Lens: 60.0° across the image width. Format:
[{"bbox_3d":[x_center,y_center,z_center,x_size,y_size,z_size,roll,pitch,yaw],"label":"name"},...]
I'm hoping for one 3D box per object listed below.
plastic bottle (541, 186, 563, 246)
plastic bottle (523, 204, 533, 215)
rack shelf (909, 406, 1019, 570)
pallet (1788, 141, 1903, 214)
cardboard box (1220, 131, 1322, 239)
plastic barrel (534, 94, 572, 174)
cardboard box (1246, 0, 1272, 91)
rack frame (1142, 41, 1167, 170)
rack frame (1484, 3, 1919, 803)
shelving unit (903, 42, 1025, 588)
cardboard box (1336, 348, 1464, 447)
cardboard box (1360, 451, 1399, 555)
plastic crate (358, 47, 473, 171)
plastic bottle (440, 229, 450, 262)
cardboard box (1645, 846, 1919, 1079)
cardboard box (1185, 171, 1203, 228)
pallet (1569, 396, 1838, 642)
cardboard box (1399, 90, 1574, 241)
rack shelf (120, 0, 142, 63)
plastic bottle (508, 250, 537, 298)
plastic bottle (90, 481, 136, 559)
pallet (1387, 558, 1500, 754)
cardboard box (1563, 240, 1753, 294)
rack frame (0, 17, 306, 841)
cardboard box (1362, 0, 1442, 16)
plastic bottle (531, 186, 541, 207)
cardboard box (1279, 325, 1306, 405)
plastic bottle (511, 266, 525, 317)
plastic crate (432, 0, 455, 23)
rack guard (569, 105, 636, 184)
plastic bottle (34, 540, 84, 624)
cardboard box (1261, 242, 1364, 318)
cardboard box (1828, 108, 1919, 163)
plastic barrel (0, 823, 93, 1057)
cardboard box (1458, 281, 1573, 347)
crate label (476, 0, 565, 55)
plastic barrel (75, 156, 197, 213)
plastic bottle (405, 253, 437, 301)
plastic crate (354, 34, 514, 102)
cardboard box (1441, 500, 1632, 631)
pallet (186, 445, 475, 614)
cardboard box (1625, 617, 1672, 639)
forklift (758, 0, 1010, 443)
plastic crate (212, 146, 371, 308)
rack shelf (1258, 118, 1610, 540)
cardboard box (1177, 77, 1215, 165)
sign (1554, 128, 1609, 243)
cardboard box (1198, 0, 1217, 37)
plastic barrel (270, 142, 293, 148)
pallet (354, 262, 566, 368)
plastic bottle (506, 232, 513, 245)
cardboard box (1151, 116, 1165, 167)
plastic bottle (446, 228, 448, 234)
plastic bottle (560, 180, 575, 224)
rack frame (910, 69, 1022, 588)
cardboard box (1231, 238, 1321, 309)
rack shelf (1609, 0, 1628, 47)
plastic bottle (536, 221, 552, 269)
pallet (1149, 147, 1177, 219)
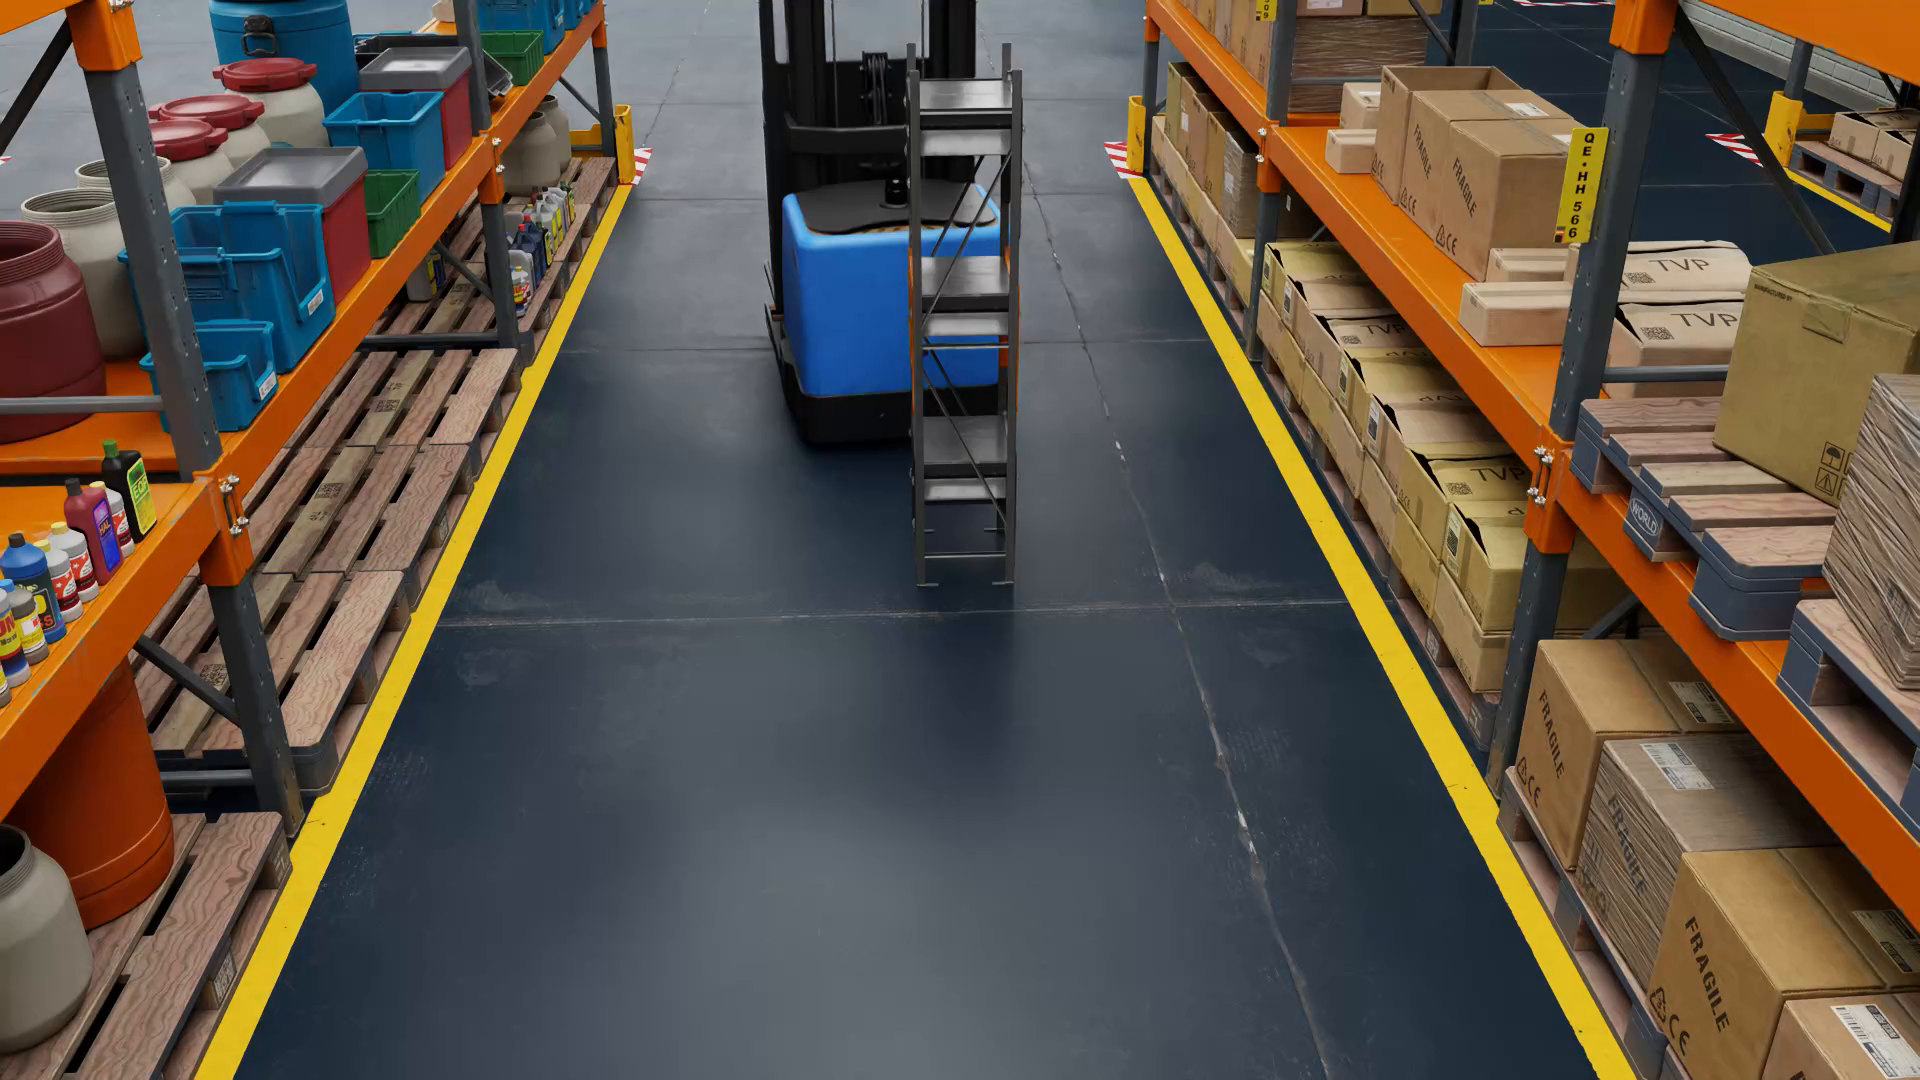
[{"bbox_3d":[-2.534,-1.993,10.216,0.144,0.351,0.185,0,28,-1],"label":"plastic bottle"},{"bbox_3d":[-2.671,-1.991,10.375,0.097,0.201,0.097,0,28,0],"label":"plastic bottle"},{"bbox_3d":[0.009,-0.222,6.948,0.431,0.518,0.480,-1,28,-3],"label":"rack shelf"},{"bbox_3d":[6.831,-2.659,12.120,1.003,0.211,1.213,-1,28,-3],"label":"pallet"},{"bbox_3d":[1.825,-2.078,9.698,0.500,0.500,0.500,-1,28,-3],"label":"cardboard box"},{"bbox_3d":[-2.963,-2.848,11.704,0.421,0.512,0.421,0,28,0],"label":"plastic barrel"},{"bbox_3d":[2.018,-2.831,9.325,0.700,0.500,0.500,-2,28,-3],"label":"cardboard box"},{"bbox_3d":[1.873,-4.185,12.031,1.000,3.000,0.127,-1,28,-3],"label":"rack frame"},{"bbox_3d":[2.291,-0.491,4.947,1.000,3.000,0.127,-1,28,-3],"label":"rack frame"},{"bbox_3d":[0.009,-0.855,6.618,0.431,2.100,0.503,-1,28,-3],"label":"shelving unit"},{"bbox_3d":[1.936,-0.647,7.160,0.500,0.311,0.500,-1,28,-1],"label":"cardboard box"},{"bbox_3d":[1.966,-0.165,6.842,0.500,0.250,0.500,-1,28,-1],"label":"cardboard box"},{"bbox_3d":[-2.534,-2.032,7.834,0.402,0.464,0.583,-1,28,-3],"label":"plastic crate"},{"bbox_3d":[-3.112,-1.817,9.952,0.061,0.283,0.133,-1,28,-3],"label":"plastic bottle"},{"bbox_3d":[2.083,1.113,4.100,0.500,0.500,0.500,-2,28,-3],"label":"cardboard box"},{"bbox_3d":[1.756,-2.207,10.756,0.500,0.250,0.500,-1,28,-3],"label":"cardboard box"},{"bbox_3d":[2.396,-0.094,4.395,1.213,0.211,1.003,-1,28,-3],"label":"pallet"},{"bbox_3d":[2.159,-1.553,6.875,0.500,0.500,0.500,-1,28,-3],"label":"cardboard box"},{"bbox_3d":[-2.761,-2.308,5.965,1.077,0.370,4.000,-1,28,-3],"label":"rack shelf"},{"bbox_3d":[-2.488,-1.514,9.379,0.152,0.276,0.135,0,28,-1],"label":"plastic bottle"},{"bbox_3d":[-2.221,-0.055,4.326,0.097,0.201,0.097,0,28,0],"label":"plastic bottle"},{"bbox_3d":[2.287,0.364,6.323,1.003,0.211,1.213,-1,28,-3],"label":"pallet"},{"bbox_3d":[2.437,-0.869,5.769,0.500,0.311,0.500,-2,28,-3],"label":"cardboard box"},{"bbox_3d":[-2.656,-0.373,4.721,1.000,3.000,0.127,-1,28,-3],"label":"rack frame"},{"bbox_3d":[2.261,-2.799,8.563,0.380,0.149,0.250,-1,28,-3],"label":"cardboard box"},{"bbox_3d":[-2.661,-2.101,10.496,0.061,0.283,0.133,-1,28,-3],"label":"plastic bottle"},{"bbox_3d":[1.881,-0.877,8.207,0.500,0.250,0.500,-1,28,-1],"label":"cardboard box"},{"bbox_3d":[-2.444,-1.363,9.095,0.097,0.271,0.097,0,28,0],"label":"plastic bottle"},{"bbox_3d":[-3.348,-3.529,11.059,0.298,0.136,0.250,-1,28,-3],"label":"plastic crate"},{"bbox_3d":[-3.023,-2.925,12.318,1.175,0.500,0.348,-1,28,-3],"label":"rack guard"},{"bbox_3d":[-2.204,0.097,4.035,0.097,0.201,0.097,0,28,0],"label":"plastic bottle"},{"bbox_3d":[1.855,-1.357,8.521,0.500,0.311,0.500,-1,28,-2],"label":"cardboard box"},{"bbox_3d":[6.766,-2.988,12.167,0.500,0.311,0.500,-4,28,-8],"label":"cardboard box"},{"bbox_3d":[-2.495,1.028,4.271,0.421,0.512,0.421,0,28,0],"label":"plastic barrel"},{"bbox_3d":[1.968,-0.788,5.789,0.380,0.149,0.250,-1,28,-3],"label":"cardboard box"},{"bbox_3d":[-2.708,-3.240,10.180,0.502,0.435,0.616,-1,28,-3],"label":"crate label"},{"bbox_3d":[-2.945,-1.087,5.970,0.421,0.512,0.421,0,28,0],"label":"plastic barrel"},{"bbox_3d":[-3.042,-1.535,9.338,0.144,0.351,0.185,-1,28,-3],"label":"plastic bottle"},{"bbox_3d":[-2.765,-2.438,8.747,0.767,0.338,0.504,-1,28,-3],"label":"plastic crate"},{"bbox_3d":[2.017,0.058,5.809,0.500,0.311,0.500,-1,28,-1],"label":"cardboard box"},{"bbox_3d":[-2.718,-0.057,7.132,1.003,0.211,1.213,-1,28,-3],"label":"pallet"},{"bbox_3d":[2.557,0.293,5.964,0.500,0.250,0.500,-1,28,-3],"label":"cardboard box"},{"bbox_3d":[-0.508,-2.425,8.730,1.130,2.935,3.031,-5,28,-9],"label":"forklift"},{"bbox_3d":[-2.435,-1.155,6.152,0.402,0.464,0.583,-1,28,-3],"label":"plastic crate"},{"bbox_3d":[2.186,-1.095,6.885,1.077,0.370,4.000,-1,28,-3],"label":"rack shelf"},{"bbox_3d":[1.746,-2.770,11.026,0.500,0.500,0.500,-1,28,-3],"label":"cardboard box"},{"bbox_3d":[1.737,-0.989,4.651,0.100,0.325,0.005,-1,28,-3],"label":"sign"},{"bbox_3d":[1.937,-3.542,10.689,0.700,0.500,0.500,-1,28,-2],"label":"cardboard box"},{"bbox_3d":[-2.949,-1.544,7.116,0.301,0.262,0.301,0,28,0],"label":"plastic barrel"},{"bbox_3d":[-2.858,-1.295,9.505,1.003,0.211,1.213,-1,28,-3],"label":"pallet"},{"bbox_3d":[-2.621,-1.652,9.649,0.097,0.271,0.097,0,28,0],"label":"plastic bottle"},{"bbox_3d":[1.679,-2.899,12.085,0.500,0.250,0.500,-1,28,-3],"label":"cardboard box"},{"bbox_3d":[-3.272,-2.050,10.411,0.097,0.271,0.097,0,28,0],"label":"plastic bottle"},{"bbox_3d":[-2.516,-2.167,10.623,0.061,0.283,0.133,-1,28,-1],"label":"plastic bottle"},{"bbox_3d":[0.021,-0.742,6.402,0.400,2.100,0.015,-1,28,-3],"label":"rack frame"},{"bbox_3d":[1.839,-1.514,9.428,0.500,0.250,0.500,-1,28,-3],"label":"cardboard box"},{"bbox_3d":[2.186,-2.425,6.191,1.077,0.370,4.000,-1,28,-3],"label":"rack shelf"},{"bbox_3d":[-2.470,-1.758,9.839,0.061,0.283,0.133,0,28,0],"label":"plastic bottle"},{"bbox_3d":[1.955,-2.597,12.001,1.003,0.211,1.213,-1,28,-3],"label":"pallet"}]
